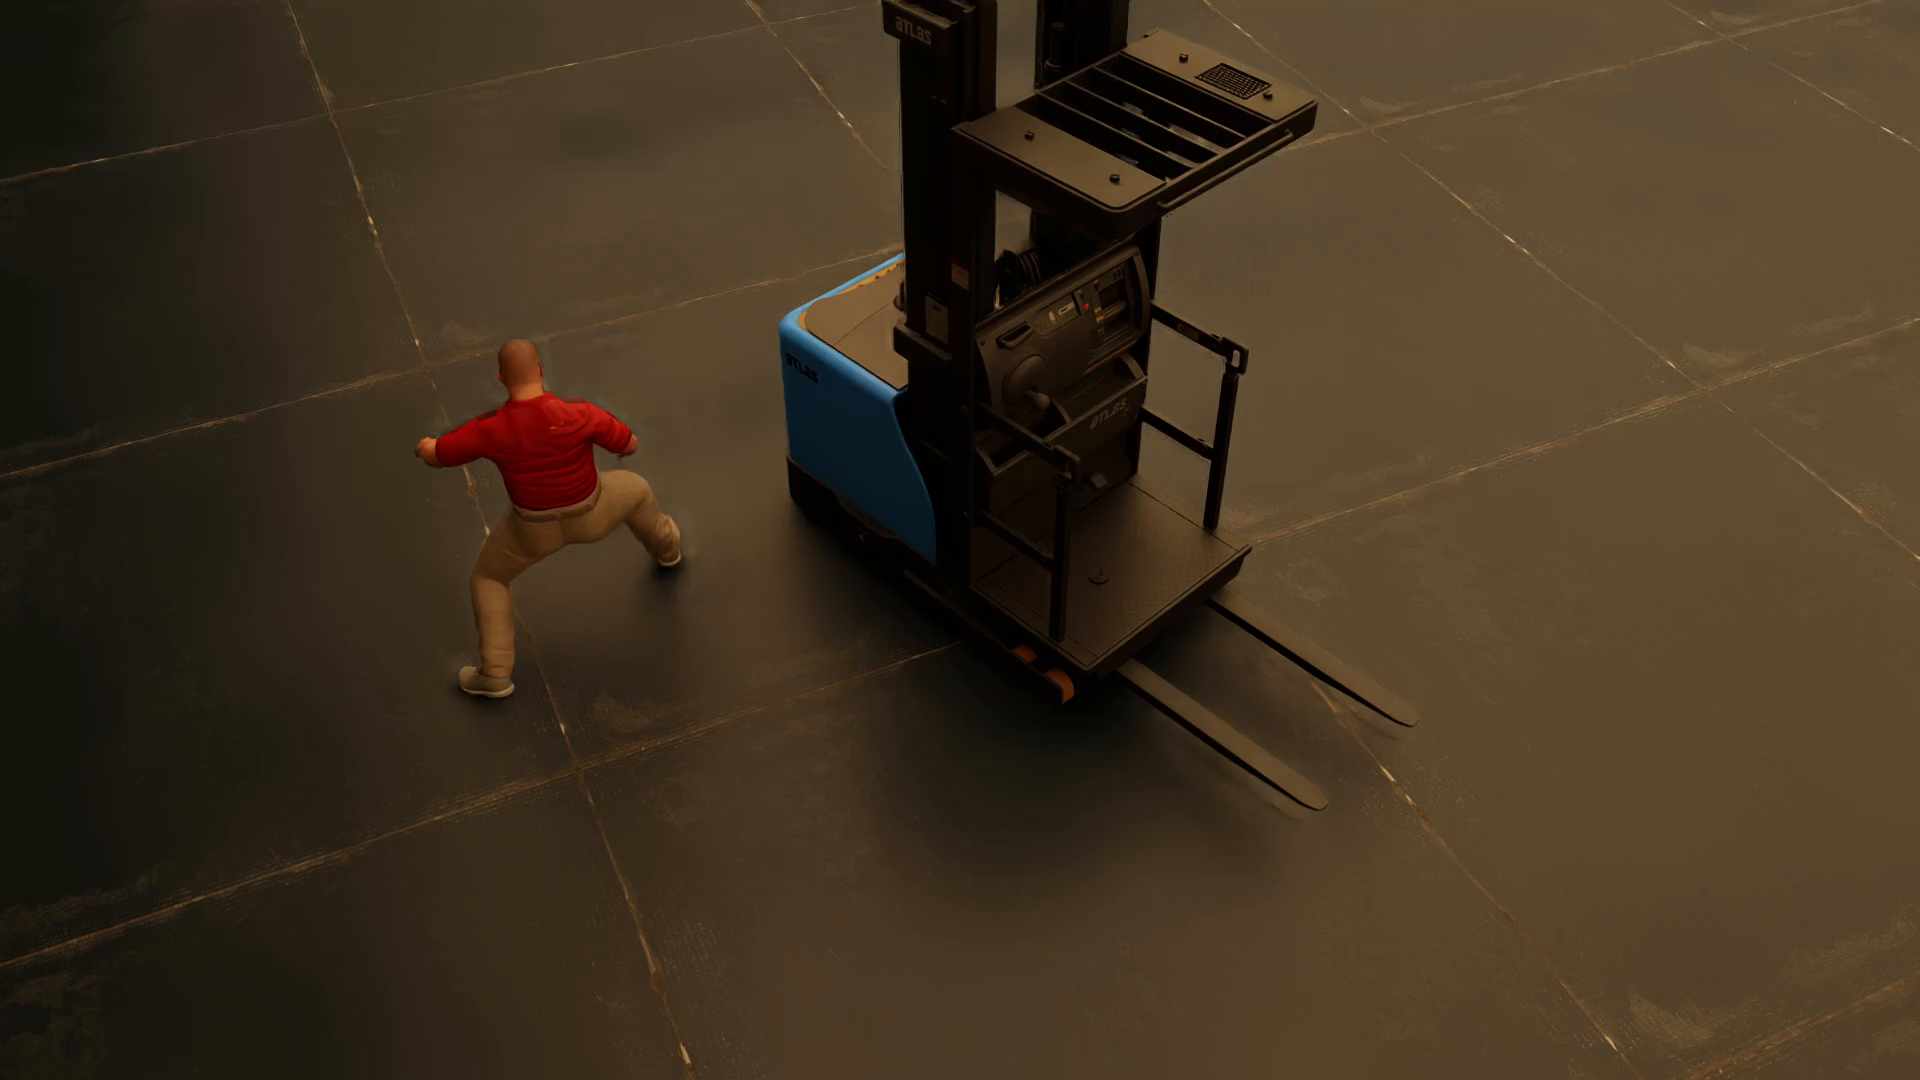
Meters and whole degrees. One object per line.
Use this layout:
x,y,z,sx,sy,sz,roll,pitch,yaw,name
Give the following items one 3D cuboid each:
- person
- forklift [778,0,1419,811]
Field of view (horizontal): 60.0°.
-1.736,-0.227,6.967,1.043,1.576,0.979,-10,44,-10,person
0.568,-0.767,6.502,1.130,2.935,3.031,-33,52,-31,forklift
